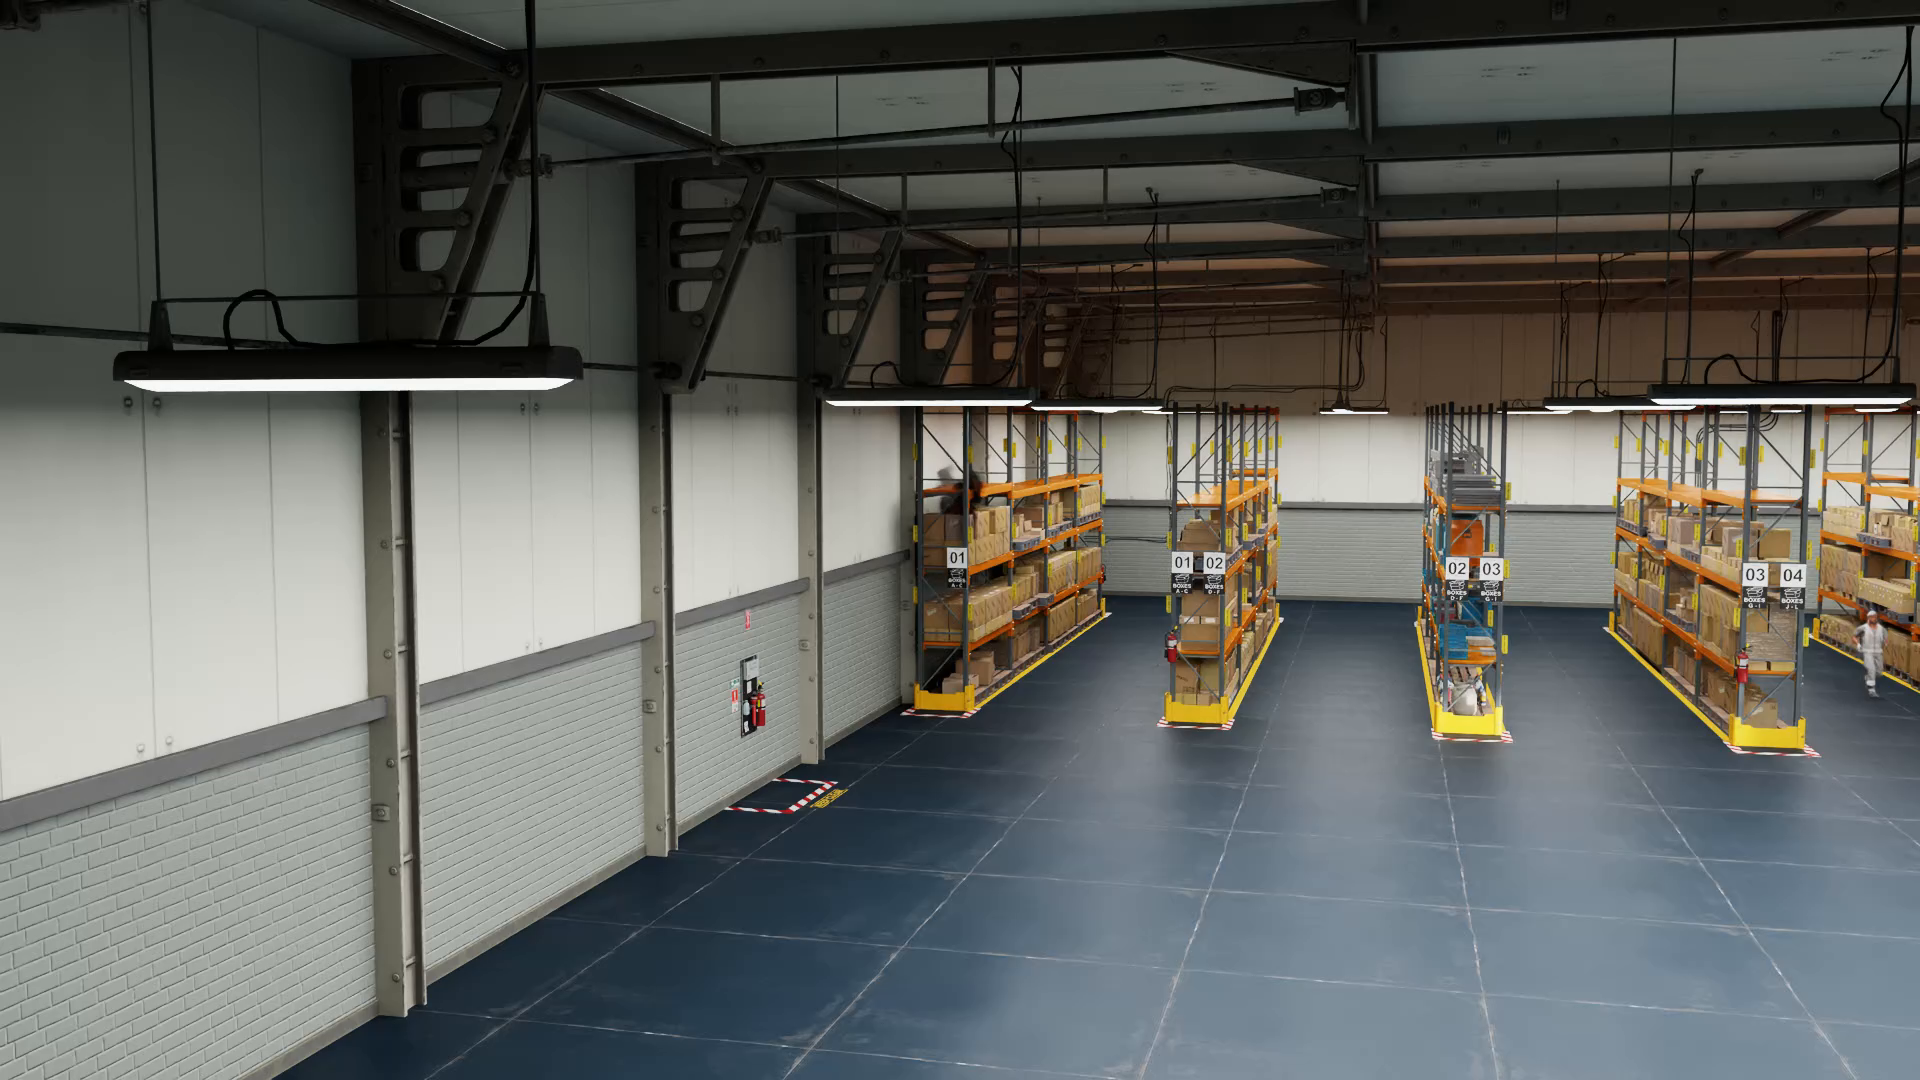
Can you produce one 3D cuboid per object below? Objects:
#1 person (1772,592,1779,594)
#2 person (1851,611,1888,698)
[{"bbox_3d":[20.917,1.687,43.144,0.732,1.690,0.955,4,6,42],"label":"person"},{"bbox_3d":[18.693,2.326,34.120,0.668,1.758,0.856,0,4,6],"label":"person"}]
